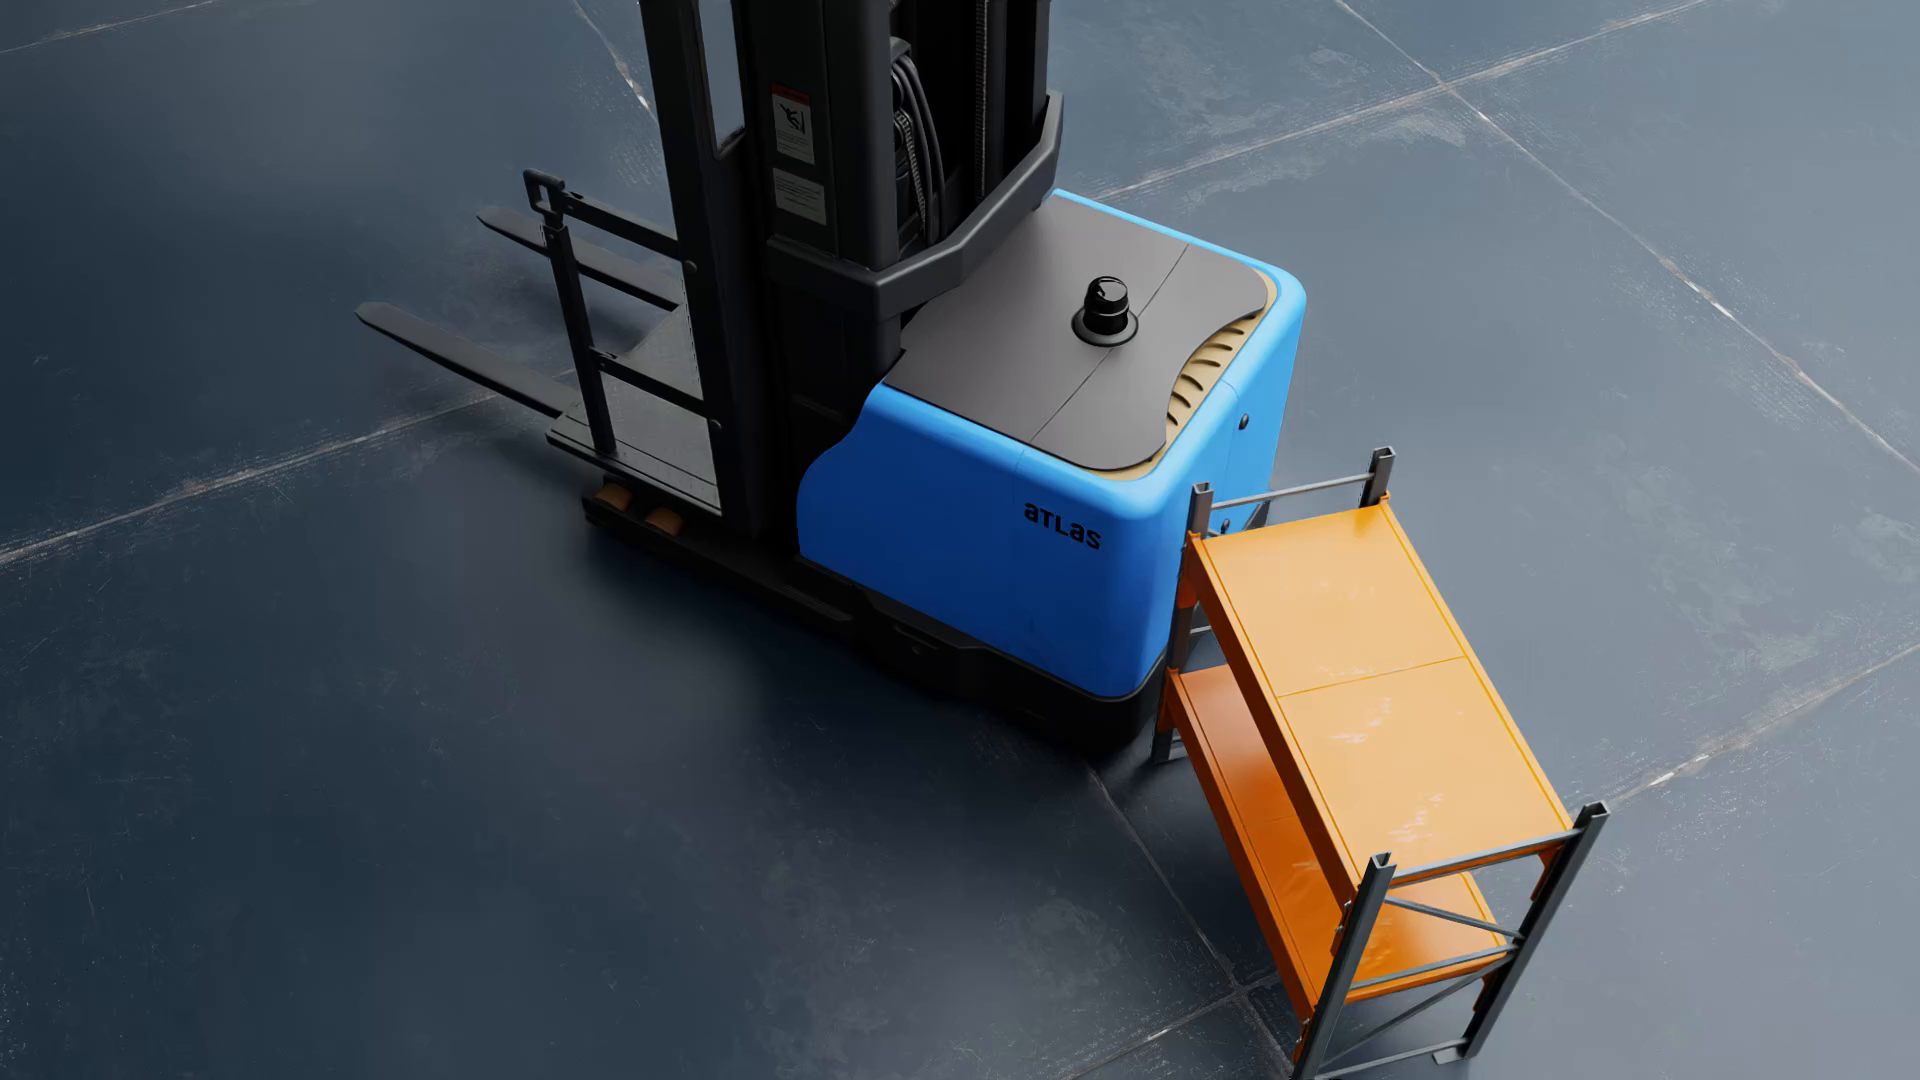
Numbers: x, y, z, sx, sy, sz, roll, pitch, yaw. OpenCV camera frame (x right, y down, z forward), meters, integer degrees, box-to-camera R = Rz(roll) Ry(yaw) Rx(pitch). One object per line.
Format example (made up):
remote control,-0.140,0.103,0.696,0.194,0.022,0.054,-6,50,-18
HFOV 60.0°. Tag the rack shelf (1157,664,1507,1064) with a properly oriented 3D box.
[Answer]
rack shelf,0.914,0.736,4.184,0.538,0.278,1.000,-11,50,-9

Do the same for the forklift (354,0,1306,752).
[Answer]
forklift,-0.586,-1.222,4.371,3.031,2.935,1.130,24,53,20

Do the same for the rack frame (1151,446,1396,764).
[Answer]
rack frame,0.786,0.204,4.324,0.500,1.125,0.032,-11,50,-9

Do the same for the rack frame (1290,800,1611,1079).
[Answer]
rack frame,1.041,0.945,3.676,0.500,1.125,0.032,-11,50,-9

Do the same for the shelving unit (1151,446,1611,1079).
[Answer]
shelving unit,0.914,0.575,4.000,0.538,1.125,1.048,-11,50,-9

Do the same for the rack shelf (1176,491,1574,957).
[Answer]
rack shelf,0.914,0.382,3.780,0.538,0.278,1.000,-11,50,-9
